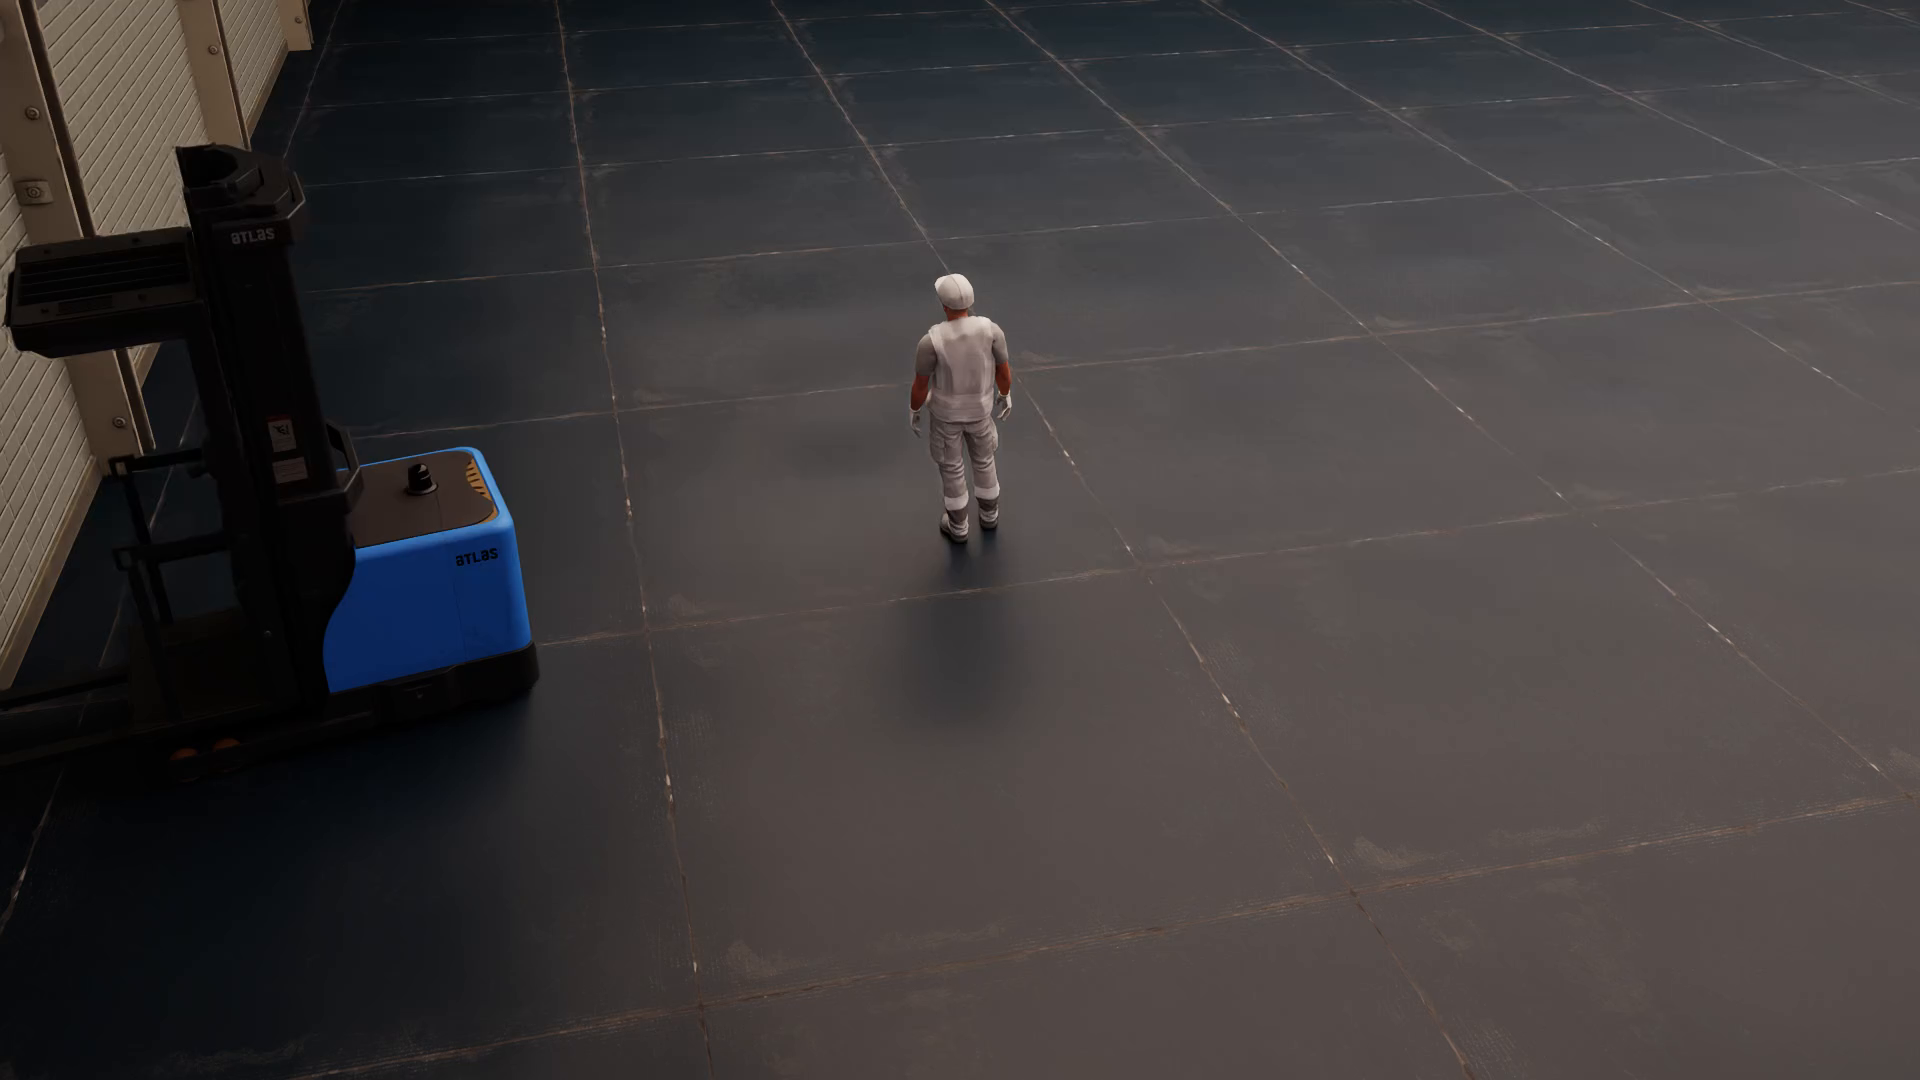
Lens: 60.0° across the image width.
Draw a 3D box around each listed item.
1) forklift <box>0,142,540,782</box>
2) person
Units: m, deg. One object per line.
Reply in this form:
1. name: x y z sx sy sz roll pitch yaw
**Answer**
1. forklift: -3.853 -0.350 8.179 3.031 2.935 1.130 -13 33 -21
2. person: -0.007 -0.822 10.118 0.637 1.790 0.562 -7 31 -12
